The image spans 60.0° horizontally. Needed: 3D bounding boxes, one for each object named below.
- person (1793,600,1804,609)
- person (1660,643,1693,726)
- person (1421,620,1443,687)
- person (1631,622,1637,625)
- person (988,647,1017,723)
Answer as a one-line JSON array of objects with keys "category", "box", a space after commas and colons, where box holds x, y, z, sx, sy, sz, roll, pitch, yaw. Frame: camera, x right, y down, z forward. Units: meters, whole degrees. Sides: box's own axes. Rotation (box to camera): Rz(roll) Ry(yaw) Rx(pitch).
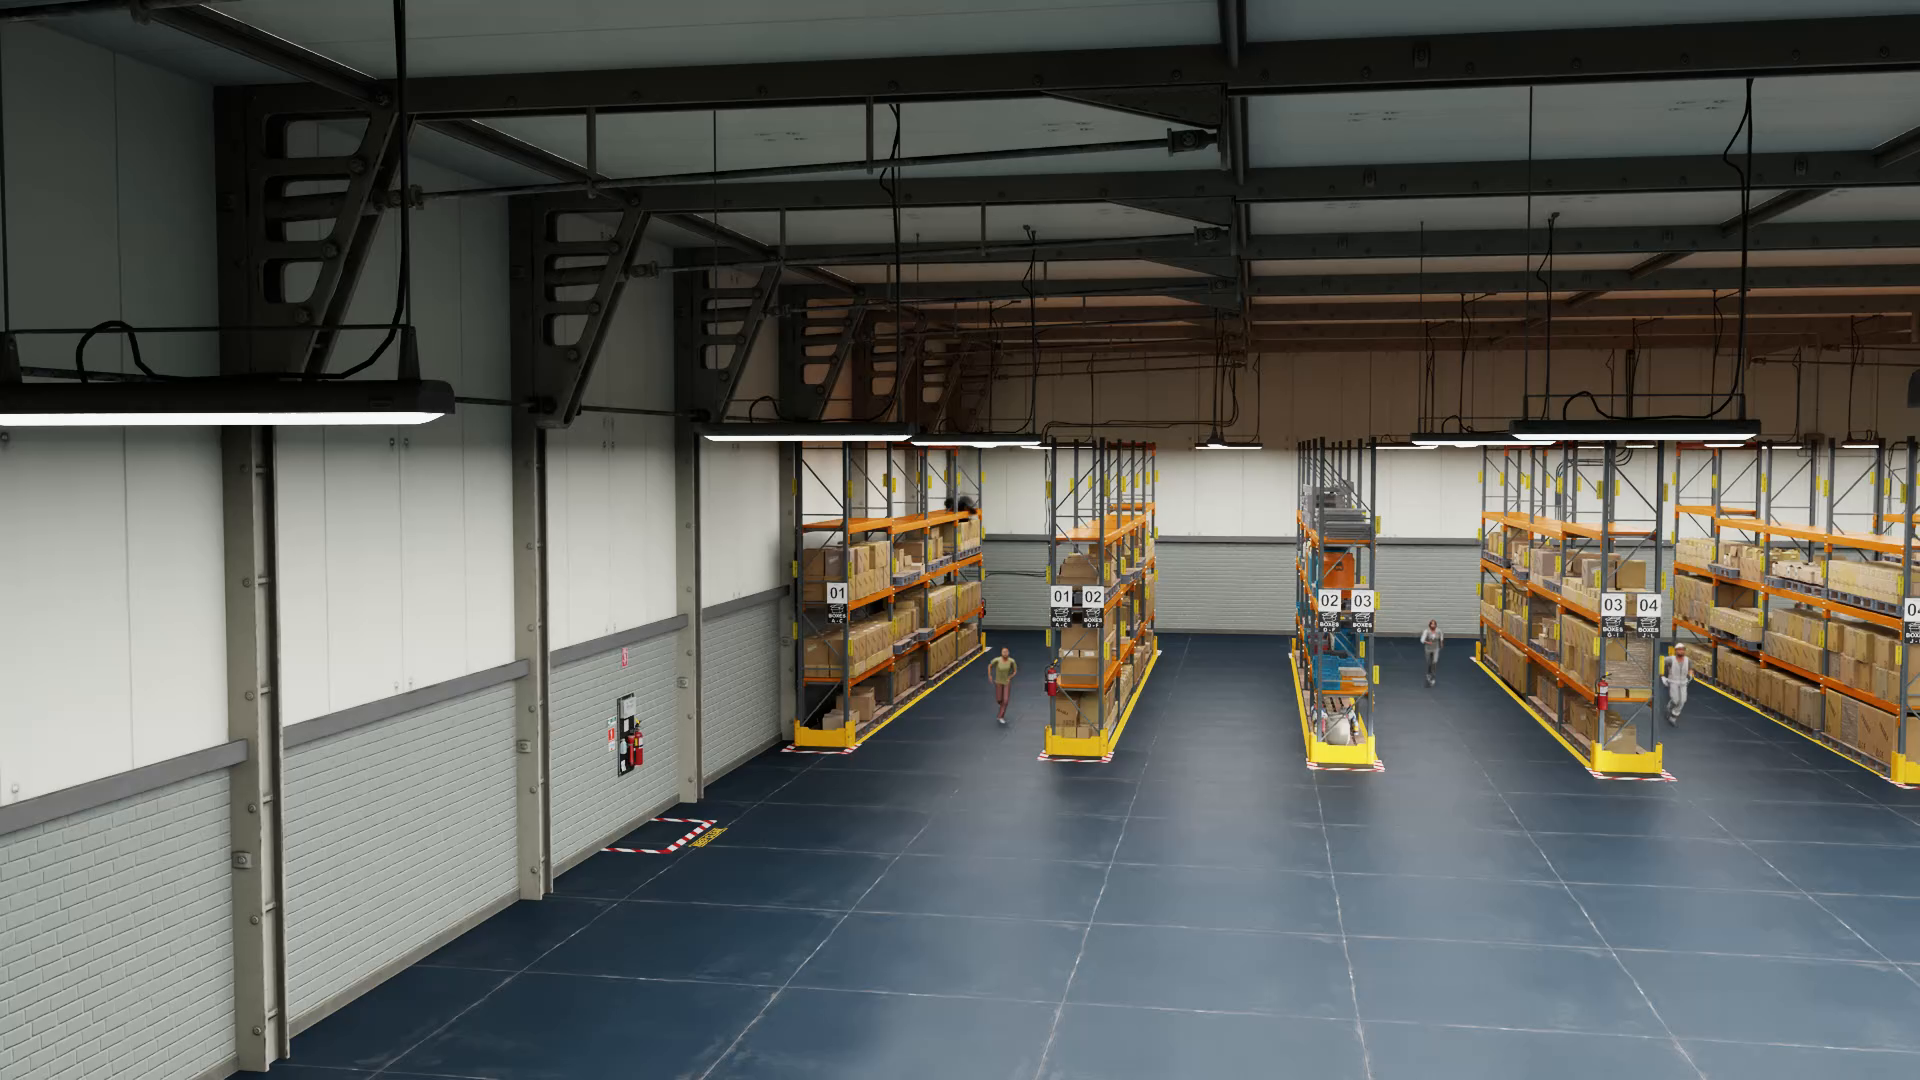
[{"category": "person", "box": [22.852, 2.445, 45.425, 0.601, 1.724, 0.739, 1, 3, 20]}, {"category": "person", "box": [14.980, 3.017, 34.682, 0.666, 1.737, 0.572, 0, 3, 1]}, {"category": "person", "box": [11.629, 2.758, 41.000, 0.562, 1.616, 0.891, 0, 3, 6]}, {"category": "person", "box": [17.773, 2.485, 44.497, 0.701, 1.745, 0.689, 2, 4, 35]}, {"category": "person", "box": [0.911, 3.063, 35.342, 0.617, 1.621, 0.647, 0, 3, -1]}]
